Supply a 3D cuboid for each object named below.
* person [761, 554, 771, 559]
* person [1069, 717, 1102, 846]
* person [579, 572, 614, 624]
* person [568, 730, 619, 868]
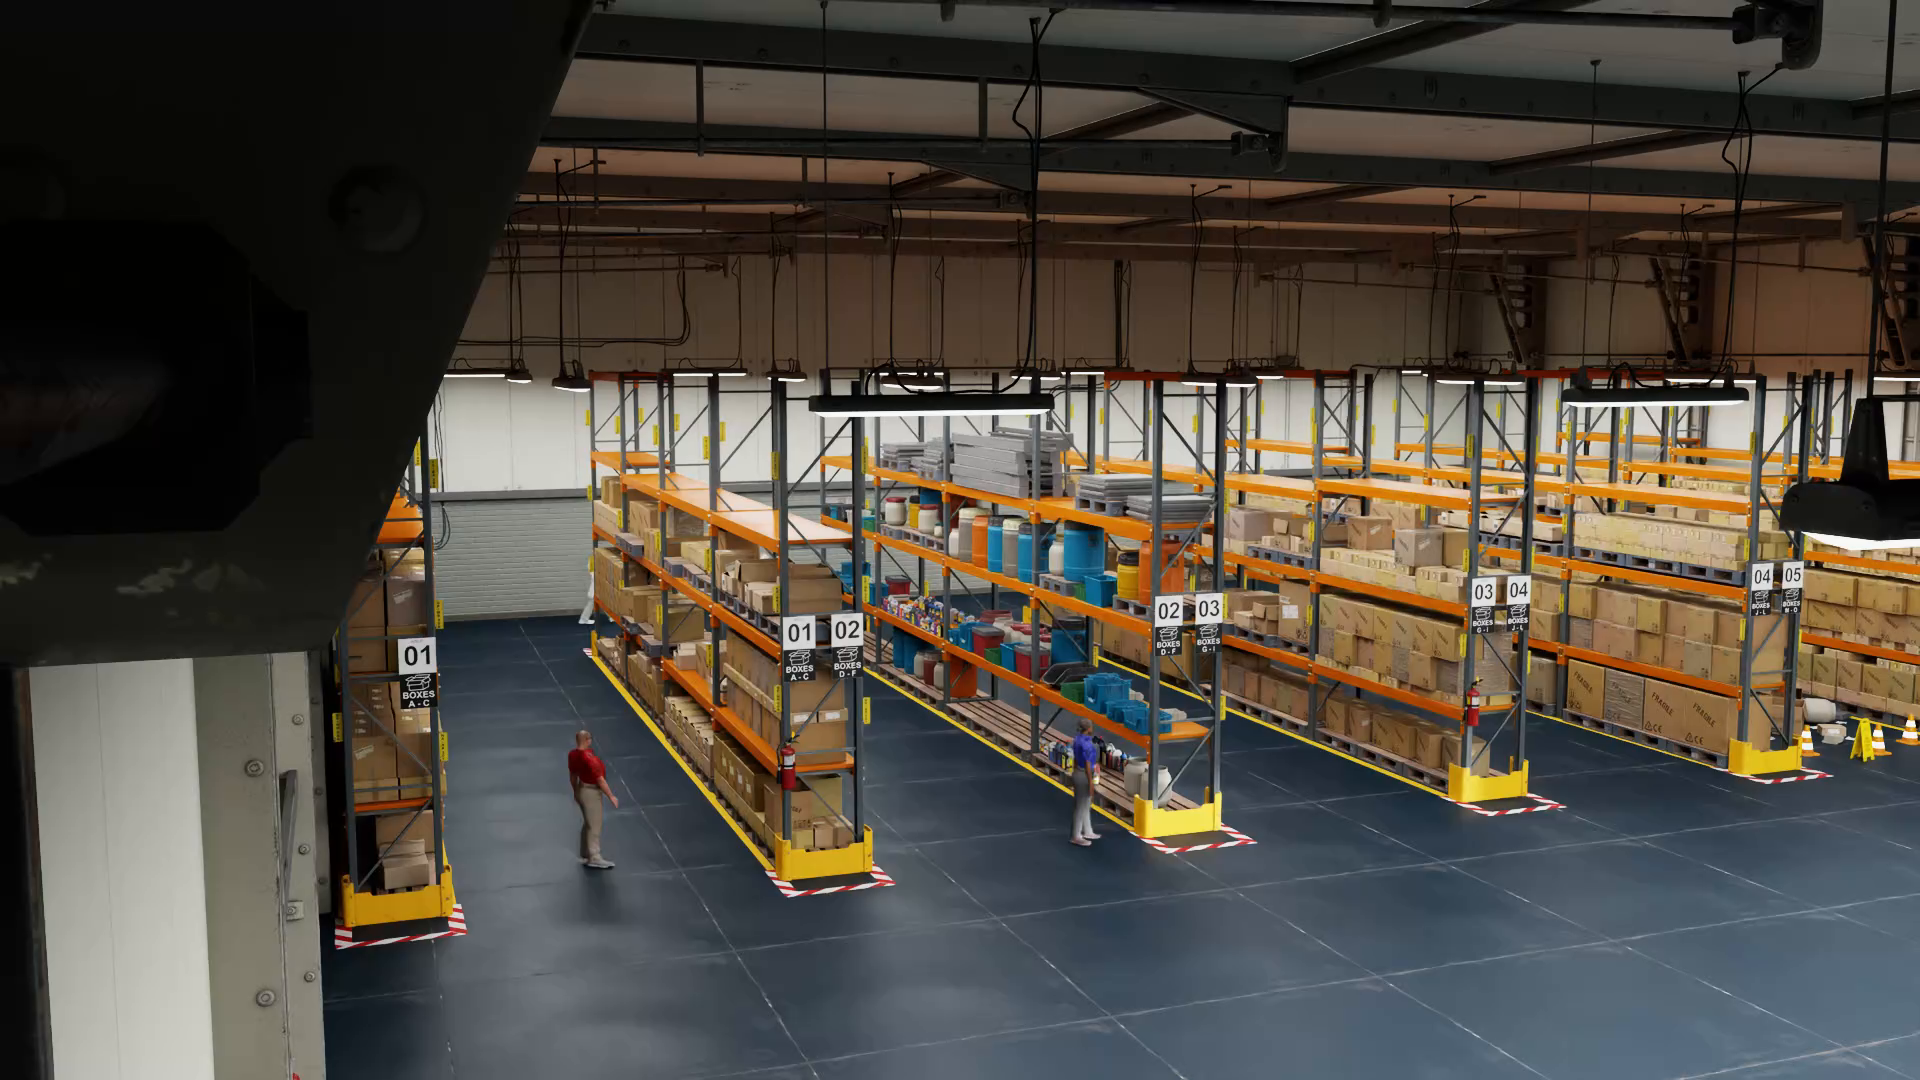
[{"bbox_3d":[-4.523,1.175,38.389,0.777,1.732,0.636,1,7,13],"label":"person"},{"bbox_3d":[1.654,3.120,21.557,0.483,1.678,0.514,-1,6,-9],"label":"person"},{"bbox_3d":[-8.414,1.098,39.008,1.072,1.728,0.711,-1,6,-11],"label":"person"},{"bbox_3d":[-4.546,3.207,20.613,0.547,1.776,0.641,-3,7,-24],"label":"person"}]
